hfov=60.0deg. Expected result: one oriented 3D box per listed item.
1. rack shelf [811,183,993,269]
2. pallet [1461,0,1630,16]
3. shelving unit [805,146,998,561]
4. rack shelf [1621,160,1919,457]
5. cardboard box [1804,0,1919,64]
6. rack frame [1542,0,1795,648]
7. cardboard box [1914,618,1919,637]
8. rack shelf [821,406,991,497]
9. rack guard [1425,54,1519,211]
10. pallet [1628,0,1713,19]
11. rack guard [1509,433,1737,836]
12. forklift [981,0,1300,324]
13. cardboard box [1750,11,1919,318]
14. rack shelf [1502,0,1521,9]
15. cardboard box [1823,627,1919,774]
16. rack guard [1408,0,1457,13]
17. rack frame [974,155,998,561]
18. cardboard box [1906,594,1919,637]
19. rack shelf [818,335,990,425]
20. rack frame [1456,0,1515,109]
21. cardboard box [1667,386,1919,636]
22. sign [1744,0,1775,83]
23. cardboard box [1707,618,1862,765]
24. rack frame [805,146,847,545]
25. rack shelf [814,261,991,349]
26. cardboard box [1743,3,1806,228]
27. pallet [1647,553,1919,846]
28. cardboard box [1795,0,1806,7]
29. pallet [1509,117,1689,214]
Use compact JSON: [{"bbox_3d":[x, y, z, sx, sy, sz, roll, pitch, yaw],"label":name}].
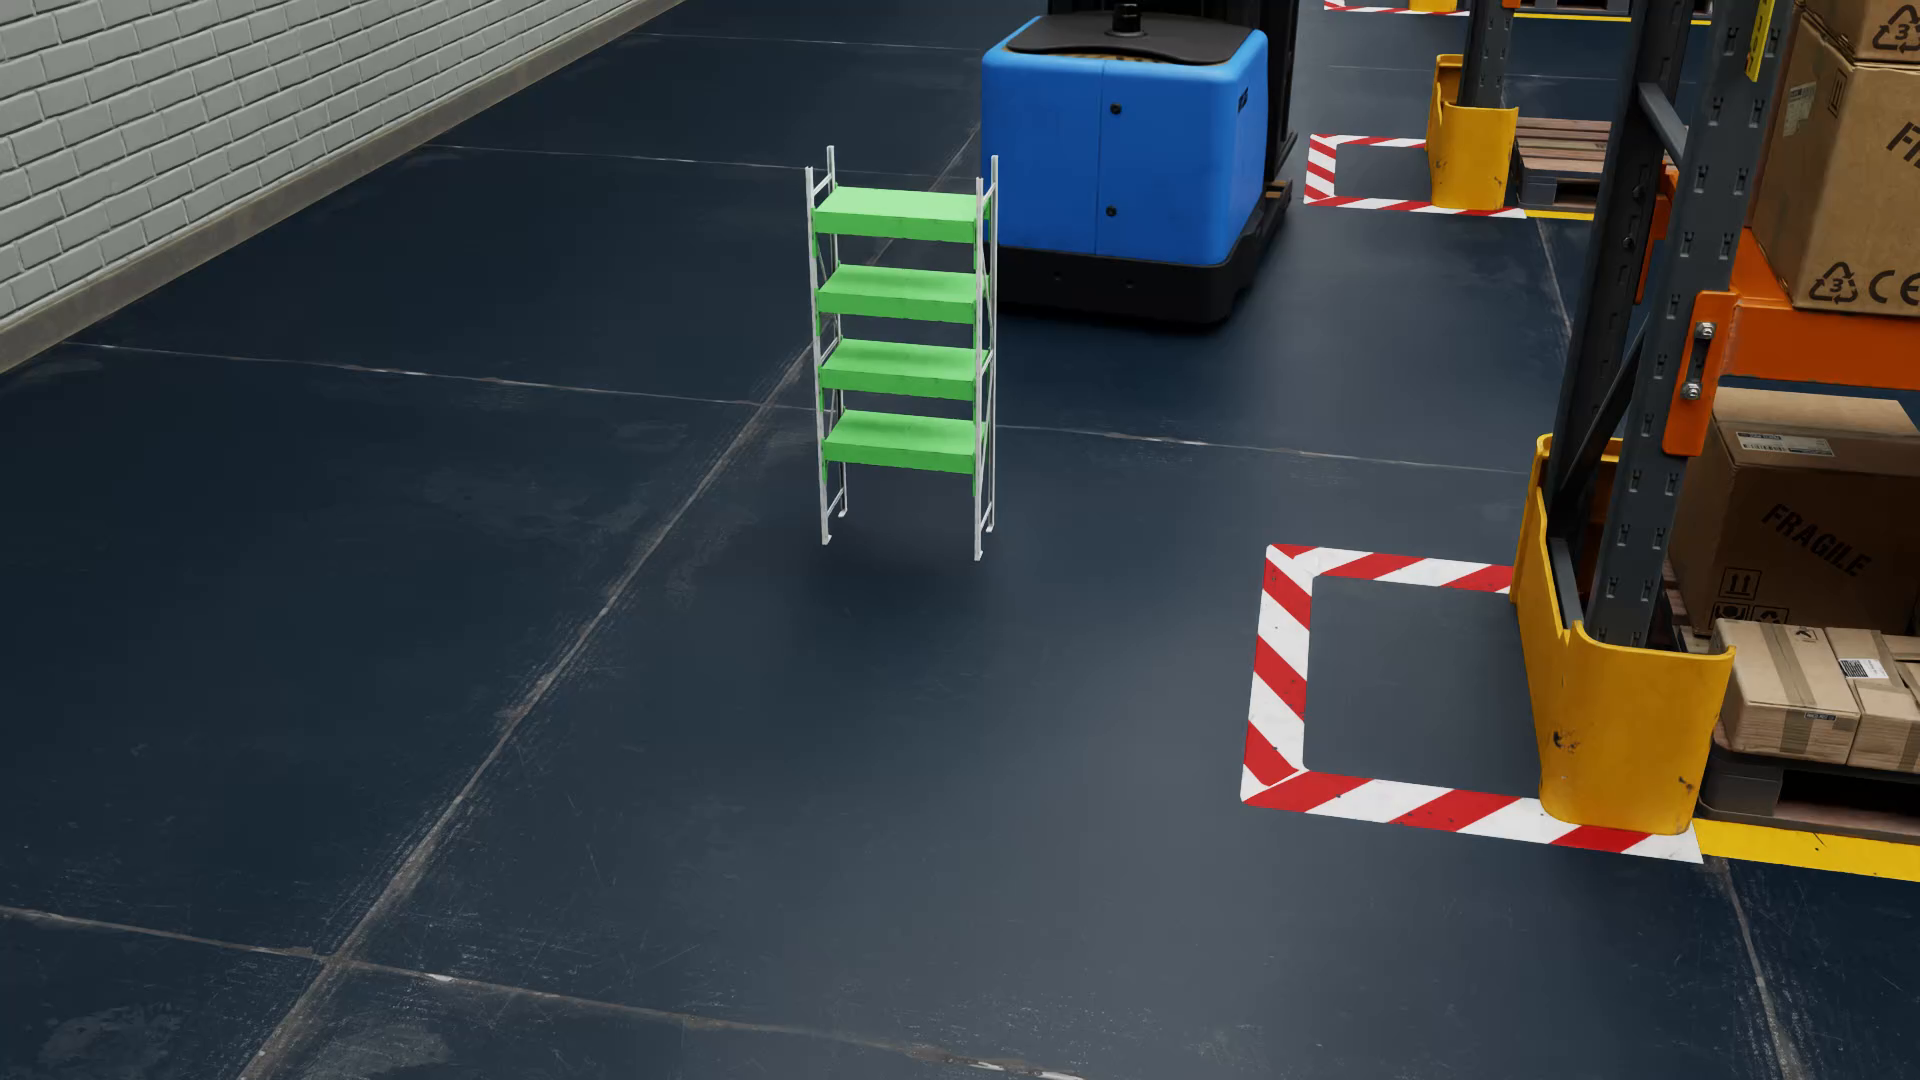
[{"bbox_3d":[-0.162,-0.908,4.792,0.480,0.148,0.258,6,29,11],"label":"rack shelf"},{"bbox_3d":[4.496,-4.290,12.866,1.213,0.211,1.003,6,29,11],"label":"pallet"},{"bbox_3d":[-0.162,-0.543,4.992,0.503,1.200,0.258,6,29,11],"label":"shelving unit"},{"bbox_3d":[3.581,-0.388,3.585,4.000,0.370,1.077,6,29,11],"label":"rack shelf"},{"bbox_3d":[2.004,-1.219,3.207,0.500,0.500,0.500,7,29,12],"label":"cardboard box"},{"bbox_3d":[1.625,-0.904,3.779,0.127,3.000,1.000,6,29,11],"label":"rack frame"},{"bbox_3d":[2.586,0.346,3.899,0.500,0.250,0.500,6,29,11],"label":"cardboard box"},{"bbox_3d":[-0.162,-0.276,5.138,0.480,0.148,0.258,6,29,11],"label":"rack shelf"},{"bbox_3d":[2.637,-2.130,8.620,0.348,0.500,1.175,6,29,11],"label":"rack guard"},{"bbox_3d":[5.685,-4.166,12.641,1.213,0.211,1.003,6,29,11],"label":"pallet"},{"bbox_3d":[1.699,0.200,4.365,0.348,0.500,1.175,6,29,11],"label":"rack guard"},{"bbox_3d":[1.003,-2.848,7.401,1.130,2.935,3.031,9,30,15],"label":"forklift"},{"bbox_3d":[2.004,-0.780,3.447,0.500,0.500,0.500,6,29,12],"label":"cardboard box"},{"bbox_3d":[4.619,-2.714,7.833,4.000,0.370,1.077,6,29,11],"label":"rack shelf"},{"bbox_3d":[2.207,0.374,3.936,0.250,0.166,0.380,6,29,11],"label":"cardboard box"},{"bbox_3d":[3.674,-4.462,12.880,0.348,0.500,1.175,6,29,11],"label":"rack guard"},{"bbox_3d":[0.077,-0.518,4.948,0.015,1.200,0.240,6,29,11],"label":"rack frame"},{"bbox_3d":[2.585,0.167,4.314,0.250,0.166,0.380,6,29,11],"label":"cardboard box"},{"bbox_3d":[-0.162,-0.487,5.023,0.480,0.148,0.258,6,29,11],"label":"rack shelf"},{"bbox_3d":[2.663,-3.230,8.027,0.127,3.000,1.000,6,29,11],"label":"rack frame"},{"bbox_3d":[2.208,-0.062,4.385,0.500,0.500,0.500,6,29,11],"label":"cardboard box"},{"bbox_3d":[1.512,-1.029,3.105,0.005,0.325,0.100,6,29,11],"label":"sign"},{"bbox_3d":[1.963,0.356,3.986,0.250,0.149,0.380,6,29,11],"label":"cardboard box"},{"bbox_3d":[-0.400,-0.567,5.037,0.015,1.200,0.240,6,29,11],"label":"rack frame"},{"bbox_3d":[-0.162,-0.697,4.908,0.480,0.148,0.258,6,29,11],"label":"rack shelf"},{"bbox_3d":[2.120,-1.031,3.906,0.500,0.500,0.500,7,29,12],"label":"cardboard box"},{"bbox_3d":[2.479,0.406,4.289,1.213,0.211,1.003,6,29,11],"label":"pallet"},{"bbox_3d":[2.118,-1.471,3.669,0.500,0.500,0.500,6,29,10],"label":"cardboard box"},{"bbox_3d":[3.461,-1.906,8.512,1.213,0.211,1.003,6,29,11],"label":"pallet"}]
